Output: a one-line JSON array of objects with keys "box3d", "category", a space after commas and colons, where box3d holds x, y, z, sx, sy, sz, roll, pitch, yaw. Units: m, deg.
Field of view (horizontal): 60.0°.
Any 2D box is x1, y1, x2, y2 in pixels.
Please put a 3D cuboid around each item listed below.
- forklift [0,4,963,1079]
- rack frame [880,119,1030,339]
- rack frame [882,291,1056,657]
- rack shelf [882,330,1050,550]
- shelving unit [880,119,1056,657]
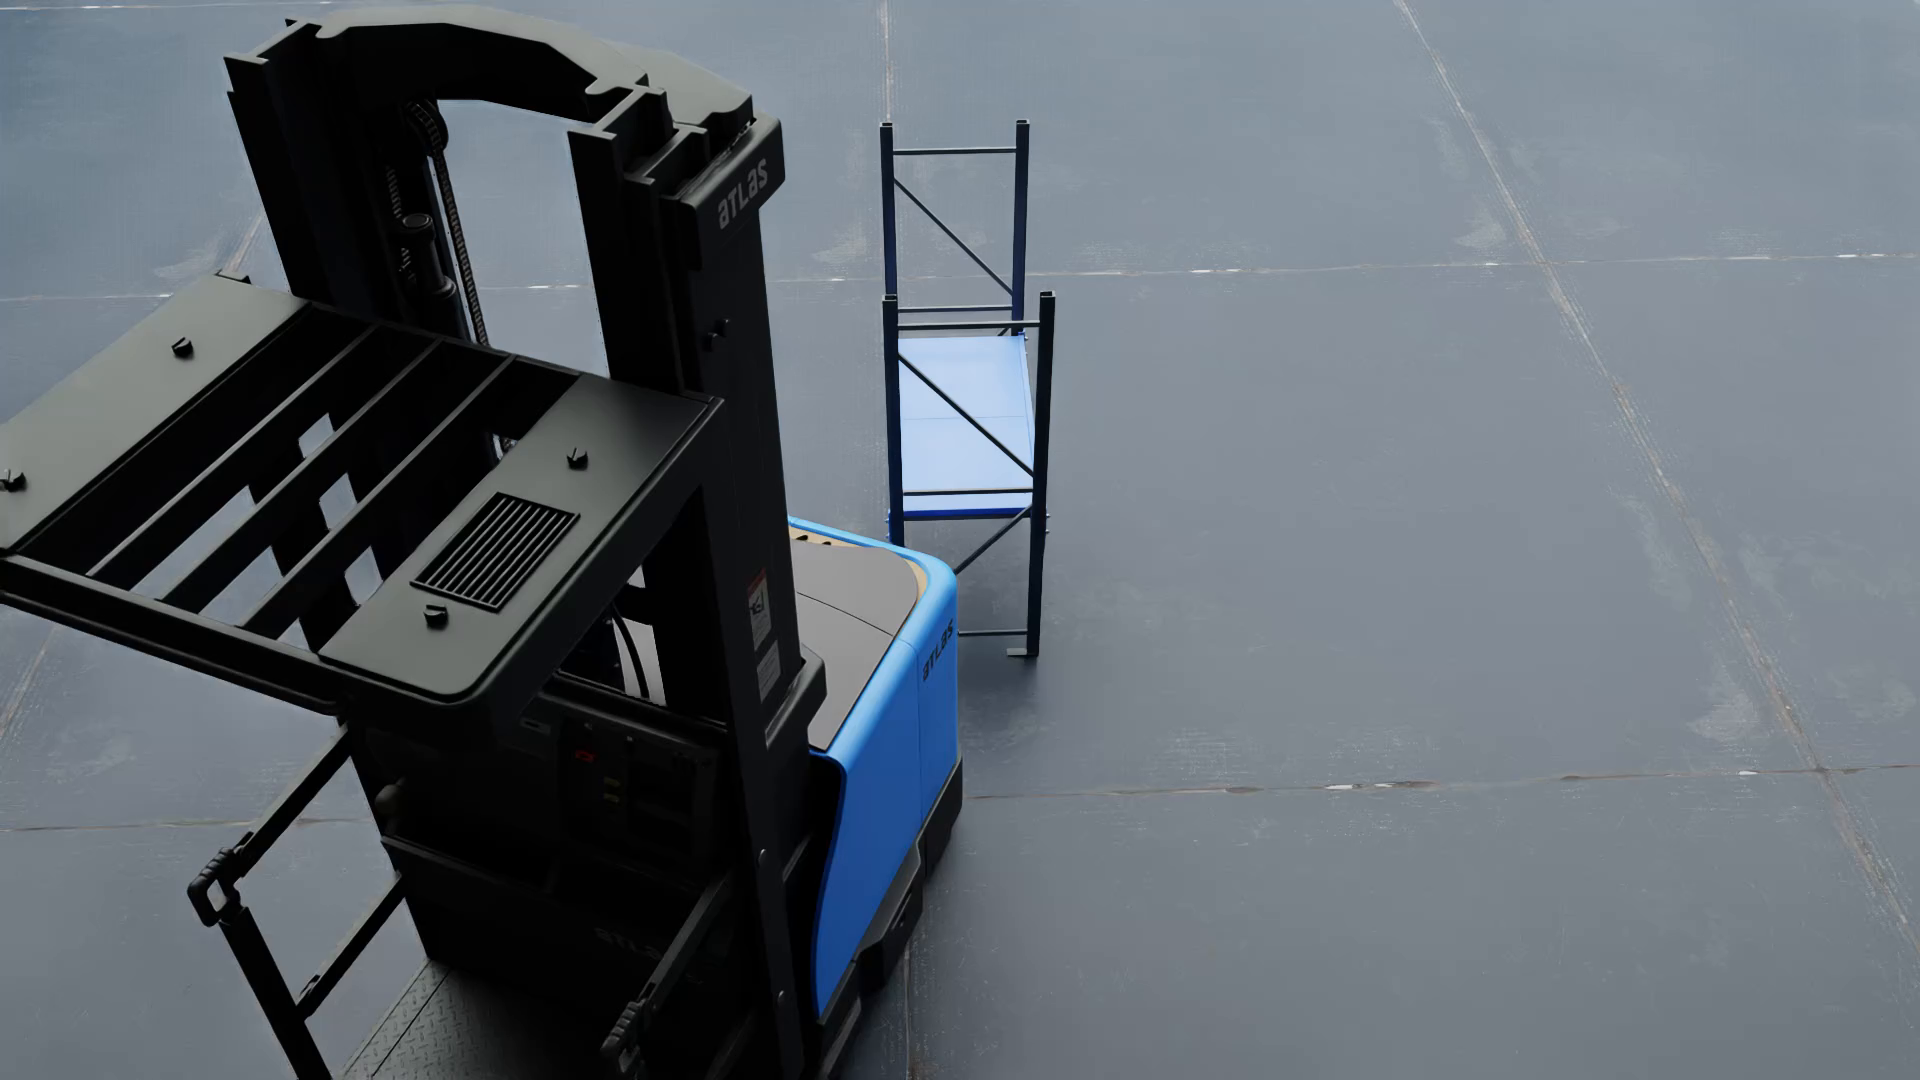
[{"box3d": [-1.016, 0.571, 3.458, 1.130, 2.935, 3.031, 15, 45, 16], "category": "forklift"}, {"box3d": [-0.018, -0.838, 6.055, 0.500, 1.500, 0.032, -2, 43, -2], "category": "rack frame"}, {"box3d": [0.025, -0.152, 5.306, 0.500, 1.500, 0.032, -2, 43, -2], "category": "rack frame"}, {"box3d": [0.004, -0.363, 5.802, 0.538, 0.185, 1.000, -2, 43, -2], "category": "rack shelf"}, {"box3d": [0.004, -0.495, 5.680, 0.538, 1.500, 1.048, -2, 43, -2], "category": "shelving unit"}]
